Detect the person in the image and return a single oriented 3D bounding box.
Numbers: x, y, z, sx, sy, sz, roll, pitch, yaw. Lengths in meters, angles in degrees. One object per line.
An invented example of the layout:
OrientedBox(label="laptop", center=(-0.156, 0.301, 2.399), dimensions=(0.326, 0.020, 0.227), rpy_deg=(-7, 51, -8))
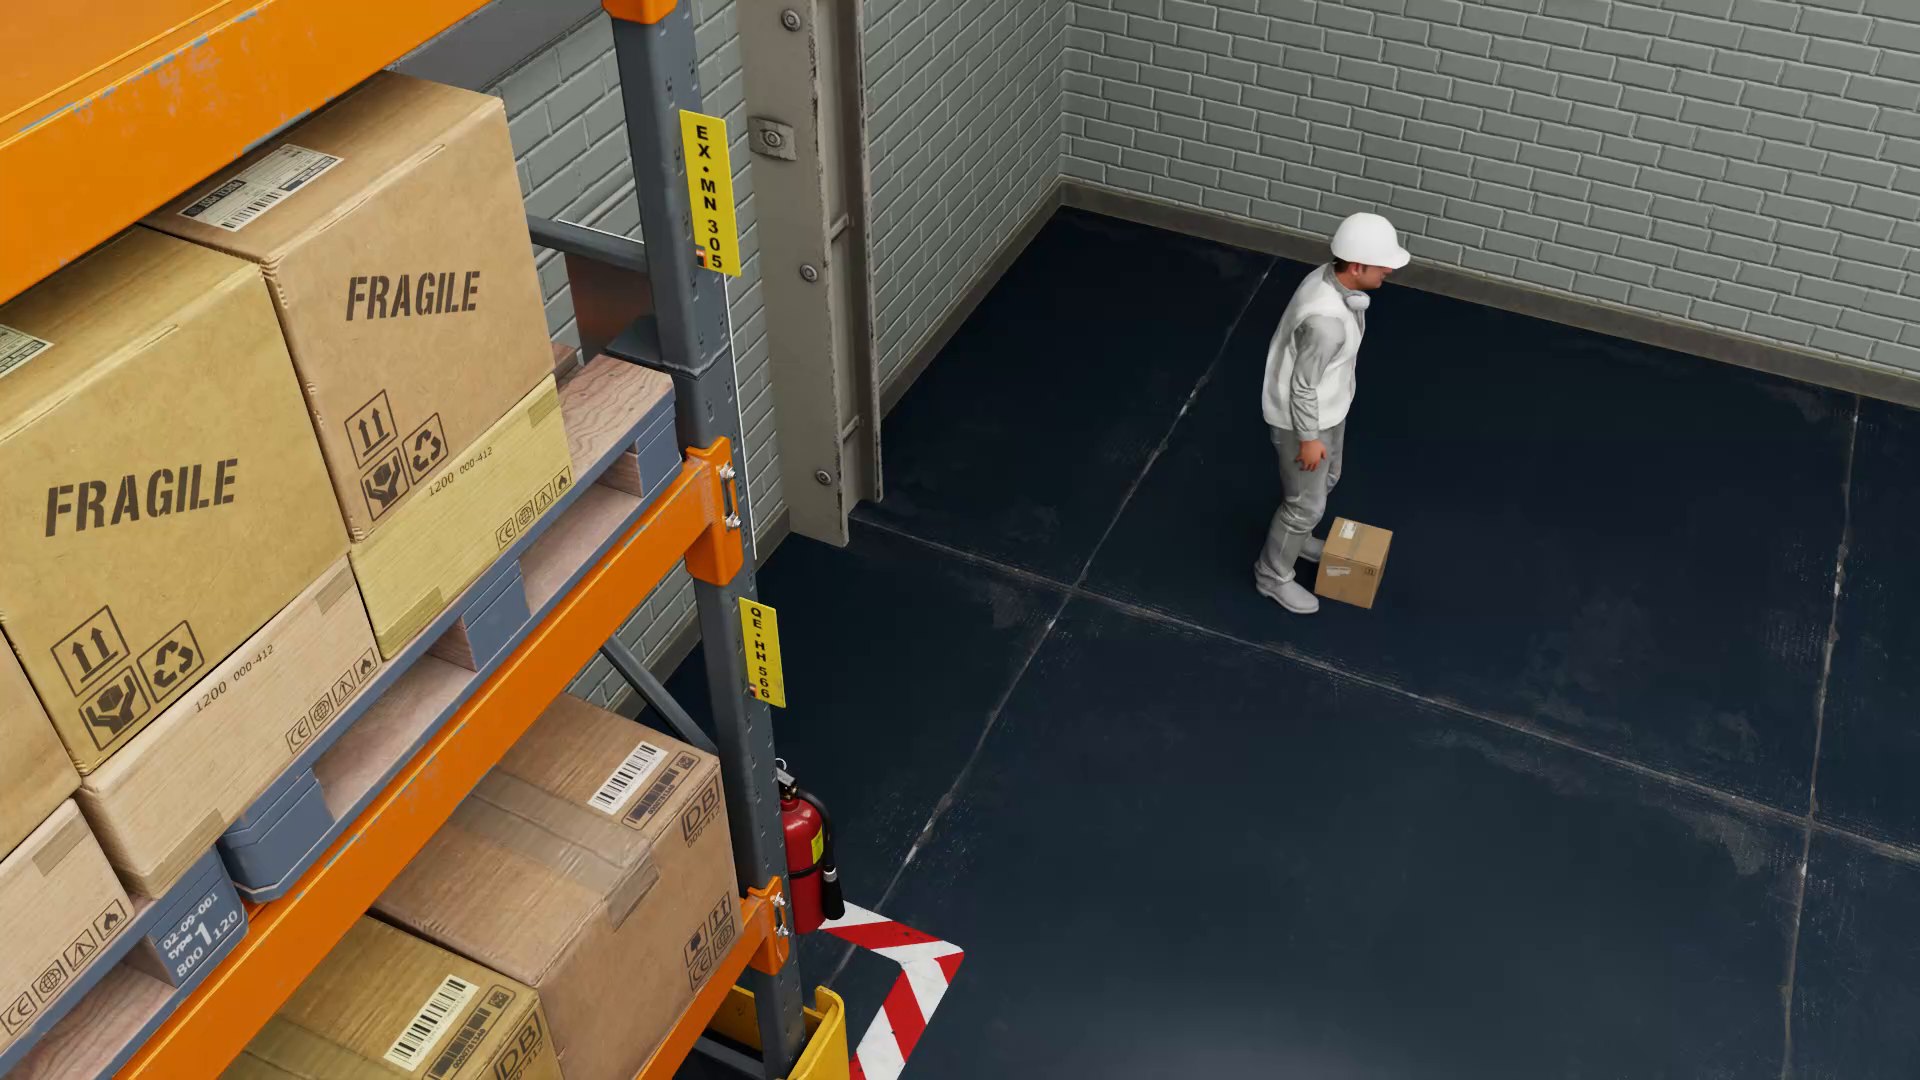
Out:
OrientedBox(label="person", center=(1.455, -0.541, 6.748), dimensions=(0.464, 1.770, 0.583), rpy_deg=(15, 44, 16))
